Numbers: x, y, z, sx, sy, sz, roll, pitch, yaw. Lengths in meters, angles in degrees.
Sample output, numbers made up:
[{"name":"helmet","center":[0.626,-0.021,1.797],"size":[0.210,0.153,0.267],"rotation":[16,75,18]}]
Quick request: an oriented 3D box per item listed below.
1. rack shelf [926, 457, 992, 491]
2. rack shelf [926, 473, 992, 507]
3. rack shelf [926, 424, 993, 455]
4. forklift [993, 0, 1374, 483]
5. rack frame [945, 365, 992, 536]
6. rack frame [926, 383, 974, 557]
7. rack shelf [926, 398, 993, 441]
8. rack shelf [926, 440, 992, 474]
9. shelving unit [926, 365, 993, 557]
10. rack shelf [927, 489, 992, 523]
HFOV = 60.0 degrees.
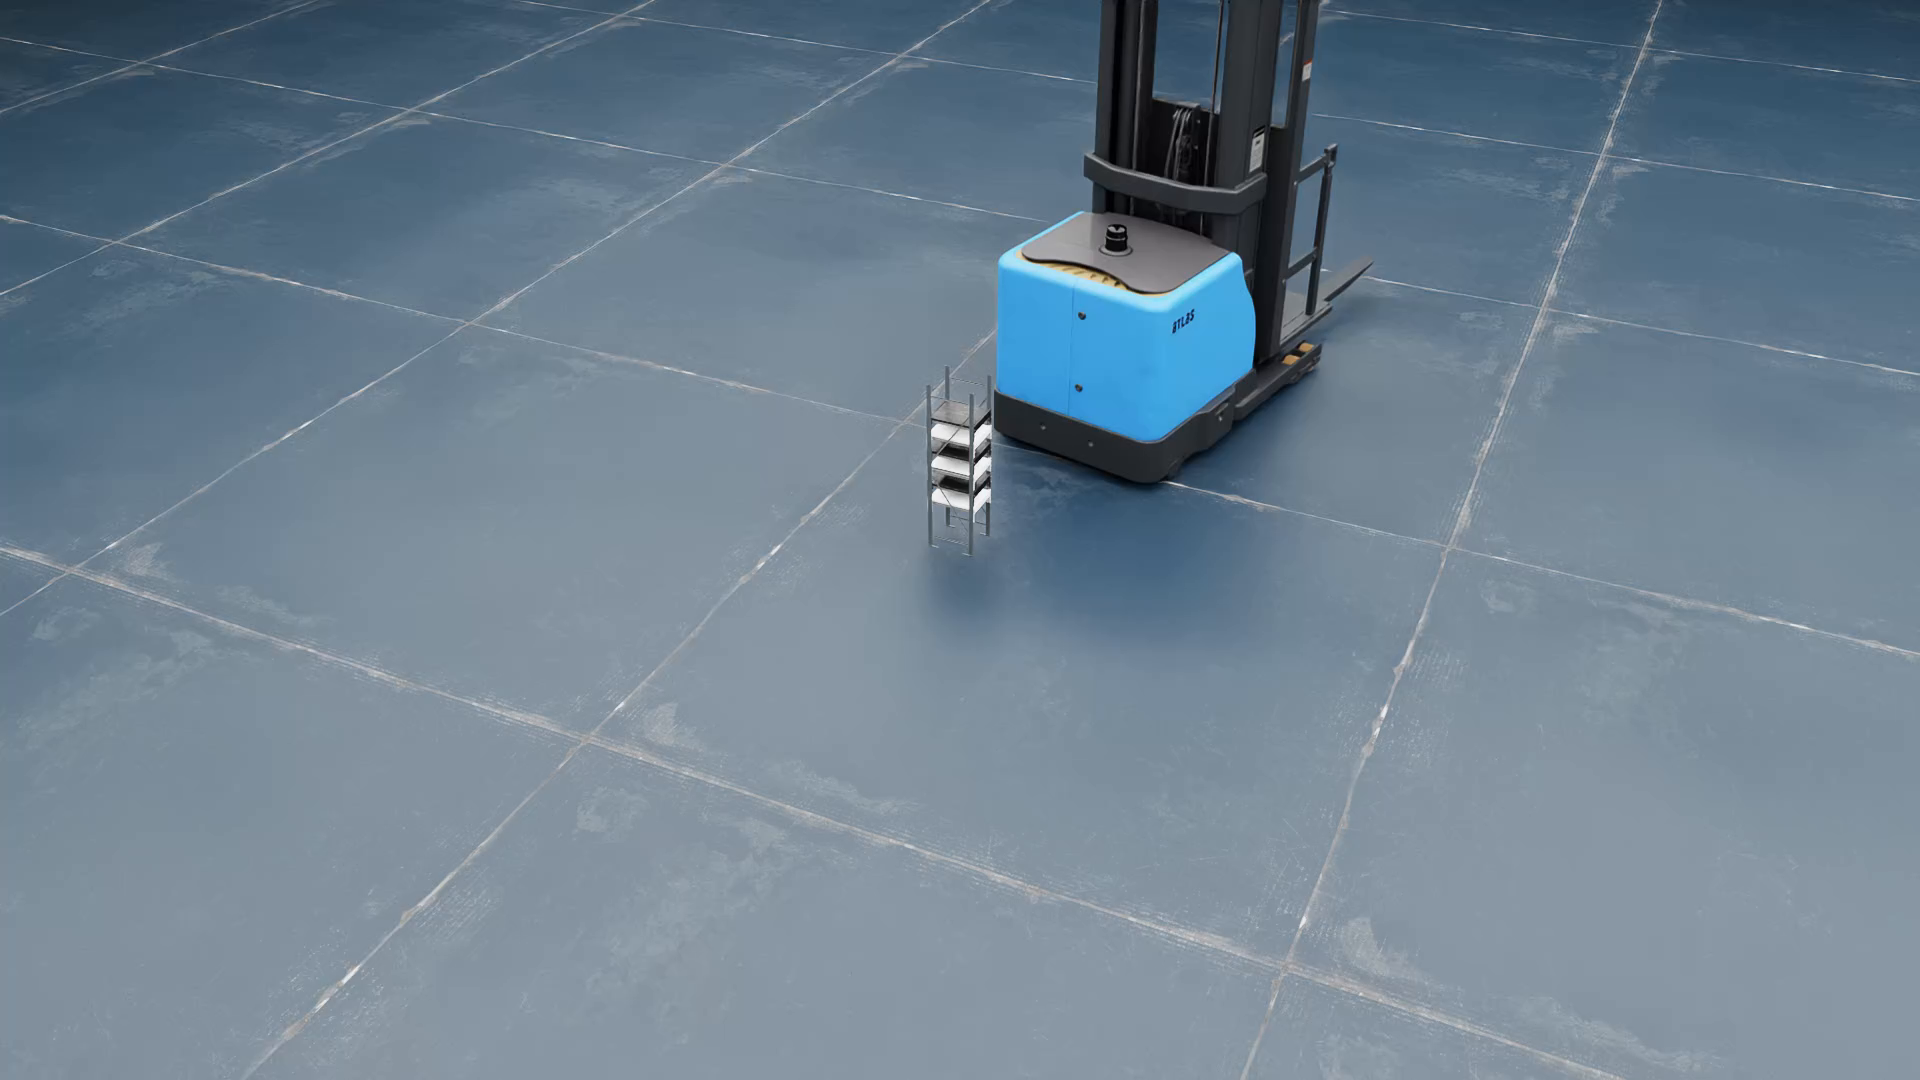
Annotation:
[{"name":"rack shelf","center":[-0.003,-0.344,8.015],"size":[0.258,0.077,0.200],"rotation":[14,36,20]},{"name":"rack shelf","center":[-0.003,-0.269,8.065],"size":[0.258,0.077,0.200],"rotation":[14,36,20]},{"name":"rack shelf","center":[-0.003,-0.495,7.917],"size":[0.258,0.077,0.200],"rotation":[14,36,20]},{"name":"forklift","center":[1.463,-2.273,9.043],"size":[1.130,2.935,3.031],"rotation":[22,39,30]},{"name":"rack frame","center":[0.039,-0.423,8.074],"size":[0.240,0.900,0.006],"rotation":[14,36,20]},{"name":"rack frame","center":[-0.046,-0.322,7.920],"size":[0.240,0.900,0.006],"rotation":[14,36,20]},{"name":"rack shelf","center":[-0.003,-0.570,7.867],"size":[0.258,0.077,0.200],"rotation":[14,36,20]},{"name":"rack shelf","center":[-0.003,-0.420,7.966],"size":[0.258,0.077,0.200],"rotation":[14,36,20]},{"name":"shelving unit","center":[-0.003,-0.372,7.997],"size":[0.258,0.900,0.210],"rotation":[14,36,20]},{"name":"rack shelf","center":[-0.003,-0.194,8.114],"size":[0.258,0.077,0.200],"rotation":[14,36,20]}]
